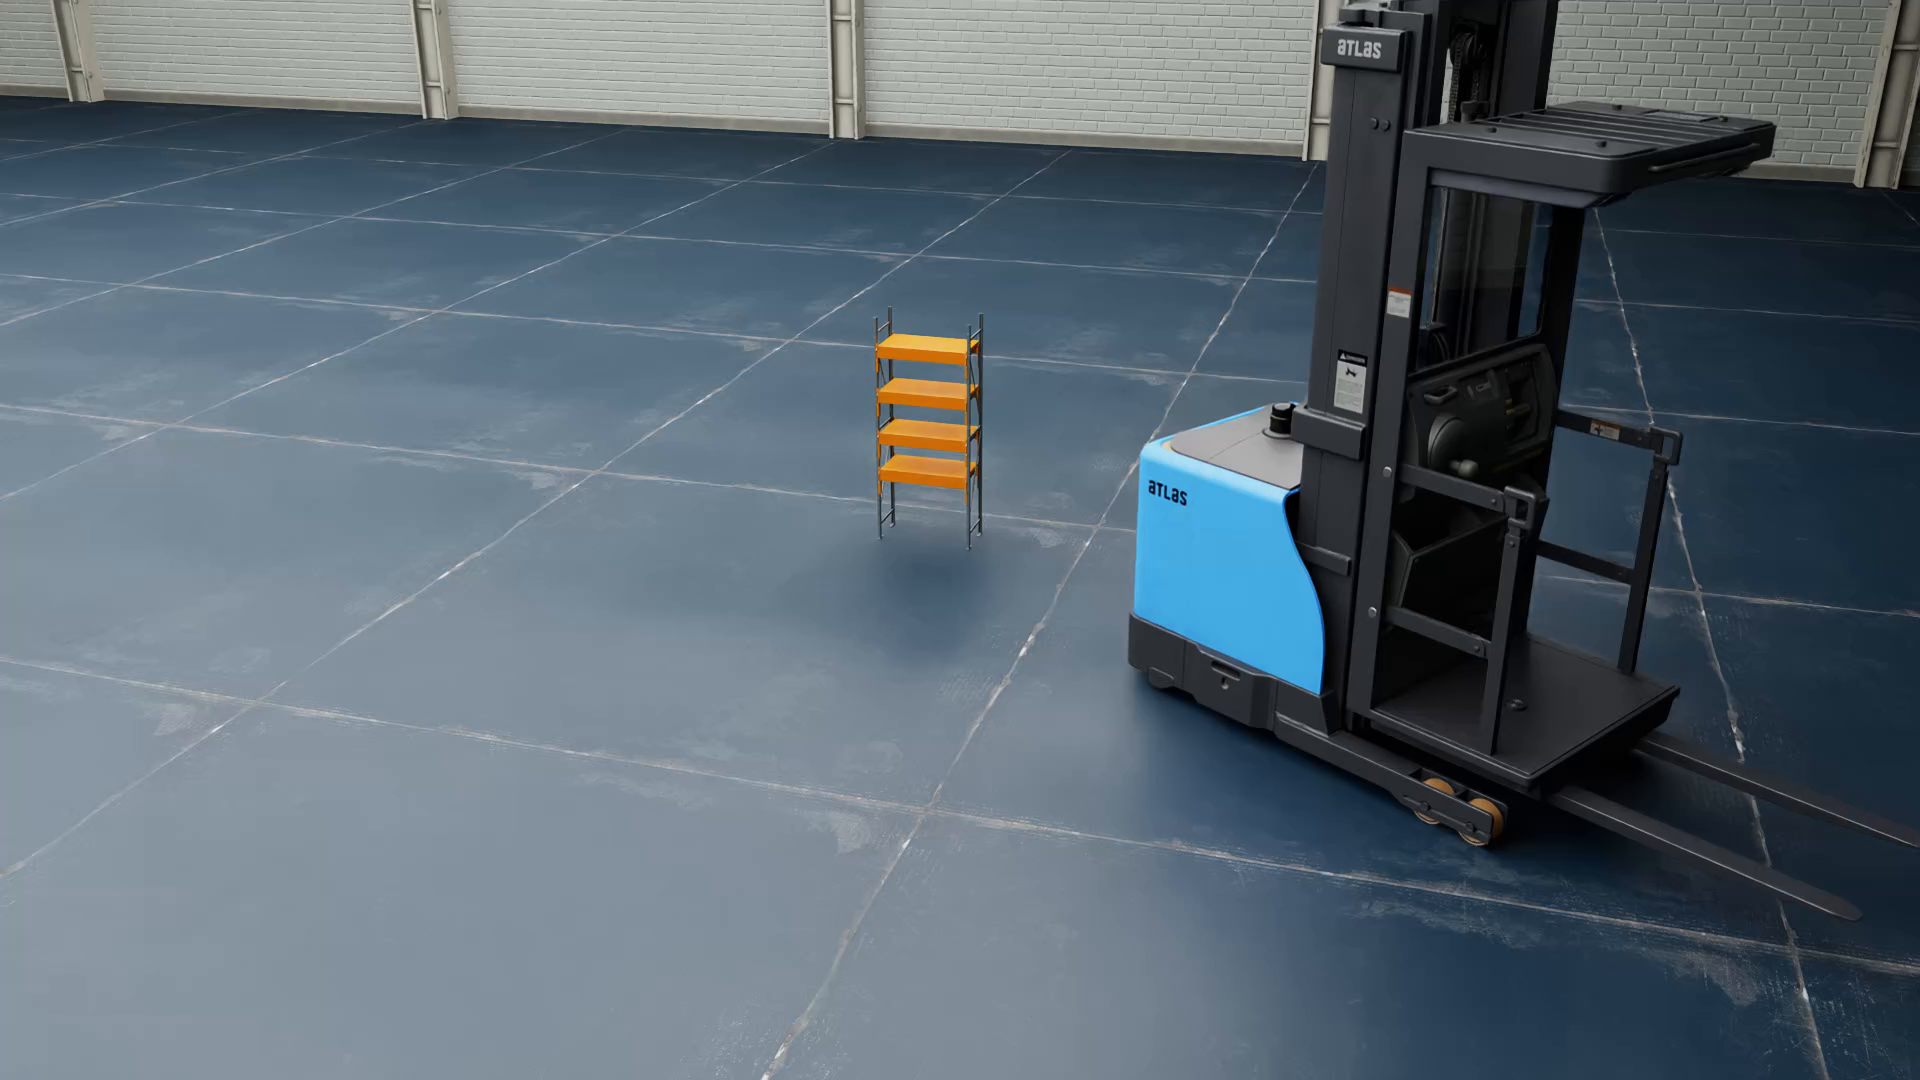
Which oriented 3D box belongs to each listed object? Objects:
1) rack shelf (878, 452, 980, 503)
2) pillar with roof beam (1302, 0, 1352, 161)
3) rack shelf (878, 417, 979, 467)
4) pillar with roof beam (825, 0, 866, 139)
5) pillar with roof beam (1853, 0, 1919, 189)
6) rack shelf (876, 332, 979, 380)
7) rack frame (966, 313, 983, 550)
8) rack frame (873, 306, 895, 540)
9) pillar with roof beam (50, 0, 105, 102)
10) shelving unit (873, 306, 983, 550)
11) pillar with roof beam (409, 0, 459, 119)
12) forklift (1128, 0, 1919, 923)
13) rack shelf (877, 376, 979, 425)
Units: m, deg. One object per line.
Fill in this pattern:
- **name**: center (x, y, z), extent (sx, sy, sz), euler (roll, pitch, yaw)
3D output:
- **rack shelf**: center (-0.158, -0.327, 8.687), extent (0.480, 0.148, 0.258), euler (7, 23, 16)
- **pillar with roof beam**: center (3.055, -7.146, 14.332), extent (0.400, 9.000, 9.100), euler (7, 23, 16)
- **rack shelf**: center (-0.158, -0.511, 8.612), extent (0.480, 0.148, 0.258), euler (7, 23, 16)
- **pillar with roof beam**: center (-2.689, -7.803, 15.936), extent (0.400, 9.000, 9.100), euler (7, 23, 16)
- **pillar with roof beam**: center (8.799, -6.488, 12.729), extent (0.400, 9.000, 9.100), euler (7, 23, 16)
- **rack shelf**: center (-0.158, -0.937, 8.437), extent (0.480, 0.148, 0.258), euler (7, 23, 16)
- **rack frame**: center (0.075, -0.547, 8.521), extent (0.015, 1.200, 0.240), euler (7, 23, 16)
- **rack frame**: center (-0.392, -0.600, 8.652), extent (0.015, 1.200, 0.240), euler (7, 23, 16)
- **pillar with roof beam**: center (-14.177, -9.119, 19.143), extent (0.400, 9.000, 9.100), euler (7, 23, 16)
- **shelving unit**: center (-0.158, -0.573, 8.587), extent (0.503, 1.200, 0.258), euler (7, 23, 16)
- **pillar with roof beam**: center (-8.433, -8.461, 17.539), extent (0.400, 9.000, 9.100), euler (7, 23, 16)
- **forklift**: center (2.083, -0.461, 6.031), extent (1.130, 2.935, 3.031), euler (-18, 29, -38)
- **rack shelf**: center (-0.158, -0.718, 8.527), extent (0.480, 0.148, 0.258), euler (7, 23, 16)
